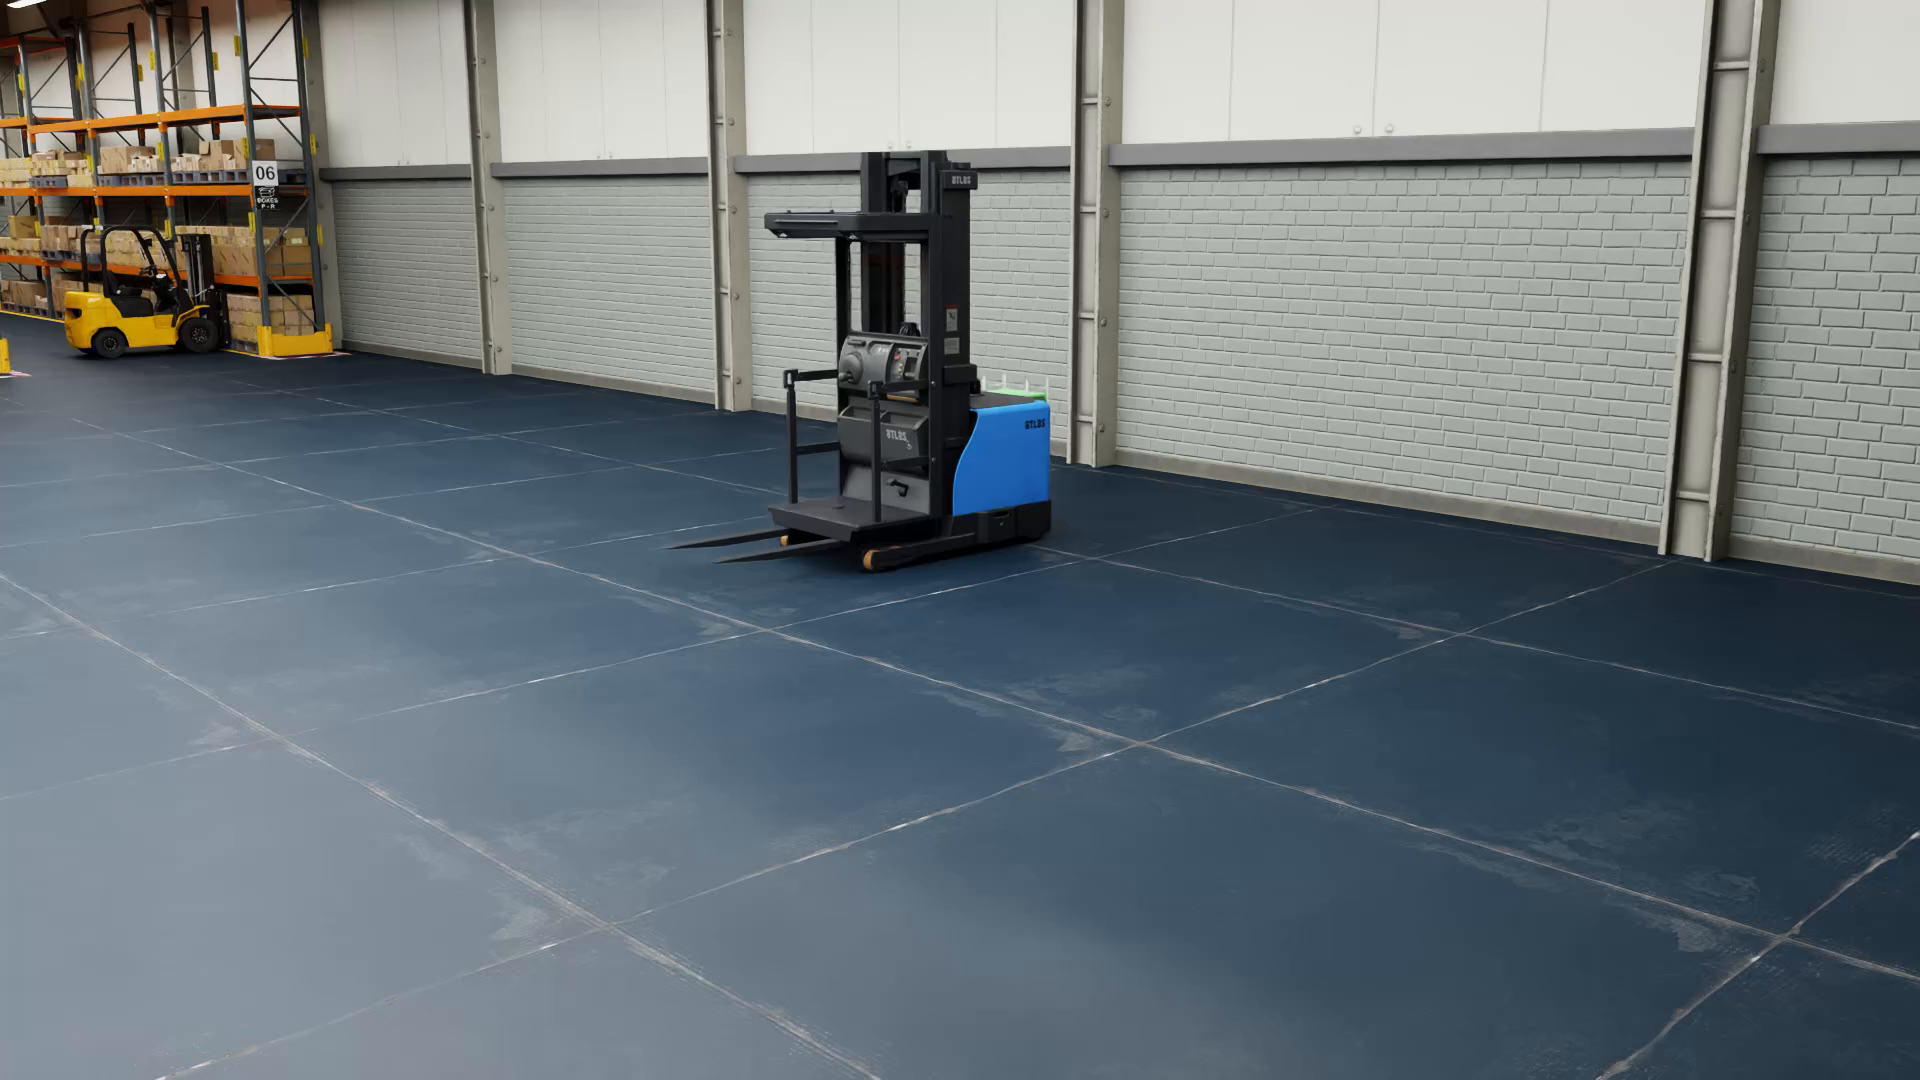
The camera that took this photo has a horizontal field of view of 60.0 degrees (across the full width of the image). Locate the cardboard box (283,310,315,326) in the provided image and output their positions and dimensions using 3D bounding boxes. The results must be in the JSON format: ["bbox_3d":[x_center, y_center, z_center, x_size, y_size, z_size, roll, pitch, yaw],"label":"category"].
[{"bbox_3d":[-11.465,-3.836,28.629,0.500,0.250,0.500,-11,16,-42],"label":"cardboard box"}]

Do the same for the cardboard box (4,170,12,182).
[{"bbox_3d":[-21.147,-8.188,37.421,0.500,0.250,0.500,-11,16,-43],"label":"cardboard box"}]

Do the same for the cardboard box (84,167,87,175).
[{"bbox_3d":[-17.562,-7.493,33.799,0.380,0.149,0.250,-10,16,-41],"label":"cardboard box"}]

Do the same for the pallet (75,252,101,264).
[{"bbox_3d":[-17.334,-5.797,34.090,1.213,0.211,1.003,-11,16,-43],"label":"pallet"}]

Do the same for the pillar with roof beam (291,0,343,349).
[{"bbox_3d":[-14.233,-7.200,25.557,9.100,9.000,0.400,-11,16,-43],"label":"pillar with roof beam"}]

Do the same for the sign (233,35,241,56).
[{"bbox_3d":[-11.693,-7.995,26.907,0.100,0.325,0.005,-11,16,-43],"label":"sign"}]

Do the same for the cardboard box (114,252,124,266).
[{"bbox_3d":[-16.342,-5.555,32.814,0.500,0.250,0.500,-11,16,-44],"label":"cardboard box"}]

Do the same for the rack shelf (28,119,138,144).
[{"bbox_3d":[-18.196,-8.484,34.562,1.077,0.370,4.000,-11,16,-43],"label":"rack shelf"}]

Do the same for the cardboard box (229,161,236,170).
[{"bbox_3d":[-12.082,-6.314,28.023,0.250,0.149,0.380,11,16,44],"label":"cardboard box"}]

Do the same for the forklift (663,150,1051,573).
[{"bbox_3d":[-0.724,-1.322,12.067,3.031,2.935,1.130,-10,15,-41],"label":"forklift"}]

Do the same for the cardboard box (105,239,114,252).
[{"bbox_3d":[-16.703,-5.871,33.106,0.500,0.250,0.500,-11,16,-43],"label":"cardboard box"}]

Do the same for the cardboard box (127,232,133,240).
[{"bbox_3d":[-15.909,-5.894,32.230,0.380,0.149,0.250,-10,16,-41],"label":"cardboard box"}]

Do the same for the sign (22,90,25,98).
[{"bbox_3d":[-21.924,-10.517,38.951,0.100,0.325,0.005,-11,16,-43],"label":"sign"}]

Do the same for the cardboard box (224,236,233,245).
[{"bbox_3d":[-12.447,-5.162,28.678,0.250,0.149,0.380,11,16,43],"label":"cardboard box"}]

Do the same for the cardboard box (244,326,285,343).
[{"bbox_3d":[-11.843,-3.518,28.325,0.500,0.250,0.500,-11,16,-42],"label":"cardboard box"}]

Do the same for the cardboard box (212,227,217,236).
[{"bbox_3d":[-12.915,-5.432,29.249,0.380,0.149,0.250,-11,16,-42],"label":"cardboard box"}]

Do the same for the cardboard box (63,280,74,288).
[{"bbox_3d":[-19.089,-5.530,35.864,0.250,0.149,0.380,11,16,42],"label":"cardboard box"}]

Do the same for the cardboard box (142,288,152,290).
[{"bbox_3d":[-15.937,-4.657,32.927,0.875,0.625,0.625,-10,15,-41],"label":"cardboard box"}]

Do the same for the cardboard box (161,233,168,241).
[{"bbox_3d":[-14.641,-5.639,30.992,0.380,0.149,0.250,-11,16,-43],"label":"cardboard box"}]

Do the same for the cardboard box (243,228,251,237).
[{"bbox_3d":[-11.883,-5.201,28.130,0.380,0.149,0.250,-11,16,-42],"label":"cardboard box"}]

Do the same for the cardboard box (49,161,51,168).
[{"bbox_3d":[-18.892,-7.892,34.949,0.380,0.149,0.250,-11,16,-42],"label":"cardboard box"}]

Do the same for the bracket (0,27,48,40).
[{"bbox_3d":[-21.729,-11.701,38.485,0.076,0.066,4.783,-11,16,-43],"label":"bracket"}]

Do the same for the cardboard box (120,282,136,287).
[{"bbox_3d":[-17.343,-5.288,34.691,0.380,0.149,0.250,-11,16,-42],"label":"cardboard box"}]

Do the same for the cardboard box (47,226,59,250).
[{"bbox_3d":[-19.047,-6.463,35.558,0.700,0.500,0.500,-11,16,-42],"label":"cardboard box"}]

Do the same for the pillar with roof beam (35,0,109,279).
[{"bbox_3d":[-22.520,-8.951,34.057,9.100,9.000,0.548,-11,16,-43],"label":"pillar with roof beam"}]

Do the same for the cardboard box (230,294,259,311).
[{"bbox_3d":[-12.191,-4.080,28.578,0.500,0.250,0.500,-11,16,-42],"label":"cardboard box"}]

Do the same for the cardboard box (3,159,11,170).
[{"bbox_3d":[-21.161,-8.435,37.379,0.500,0.250,0.500,-10,16,-41],"label":"cardboard box"}]

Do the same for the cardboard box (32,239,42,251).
[{"bbox_3d":[-20.105,-6.498,36.653,0.500,0.250,0.500,-10,16,-41],"label":"cardboard box"}]

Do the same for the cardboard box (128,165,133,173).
[{"bbox_3d":[-15.564,-7.049,31.595,0.380,0.149,0.250,-11,16,-43],"label":"cardboard box"}]

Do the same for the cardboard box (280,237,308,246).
[{"bbox_3d":[-11.337,-5.087,28.311,0.250,0.149,0.380,11,16,44],"label":"cardboard box"}]

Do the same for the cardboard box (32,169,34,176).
[{"bbox_3d":[-19.659,-7.887,35.661,0.380,0.149,0.250,-11,16,-42],"label":"cardboard box"}]

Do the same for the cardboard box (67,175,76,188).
[{"bbox_3d":[-18.038,-7.385,34.260,0.500,0.250,0.500,-11,16,-43],"label":"cardboard box"}]

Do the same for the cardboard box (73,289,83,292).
[{"bbox_3d":[-18.336,-5.039,35.088,0.500,0.500,0.500,11,16,43],"label":"cardboard box"}]

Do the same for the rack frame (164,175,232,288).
[{"bbox_3d":[-14.053,-5.218,30.805,1.000,3.000,0.127,-11,16,-43],"label":"rack frame"}]

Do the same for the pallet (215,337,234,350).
[{"bbox_3d":[-12.687,-3.552,29.630,1.003,0.211,1.213,-11,16,-43],"label":"pallet"}]

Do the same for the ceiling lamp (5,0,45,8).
[{"bbox_3d":[-15.547,-10.689,28.026,0.800,3.185,2.000,-11,16,-43],"label":"ceiling lamp"}]

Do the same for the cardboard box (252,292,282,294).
[{"bbox_3d":[-12.171,-4.226,29.287,0.500,0.250,0.500,-11,16,-43],"label":"cardboard box"}]

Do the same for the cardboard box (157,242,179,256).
[{"bbox_3d":[-14.577,-5.425,30.944,0.500,0.250,0.500,-11,16,-44],"label":"cardboard box"}]

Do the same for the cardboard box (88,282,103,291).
[{"bbox_3d":[-18.022,-5.299,34.744,0.380,0.149,0.250,-11,16,-43],"label":"cardboard box"}]

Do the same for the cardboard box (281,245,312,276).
[{"bbox_3d":[-11.432,-4.794,28.500,0.500,0.500,0.500,-10,15,-41],"label":"cardboard box"}]

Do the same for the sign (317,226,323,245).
[{"bbox_3d":[-10.885,-5.173,28.247,0.100,0.325,0.005,-11,16,-43],"label":"sign"}]

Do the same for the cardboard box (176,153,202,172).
[{"bbox_3d":[-13.654,-6.743,29.704,0.500,0.311,0.500,-10,16,-41],"label":"cardboard box"}]

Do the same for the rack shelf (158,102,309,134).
[{"bbox_3d":[-12.671,-7.316,28.895,1.077,0.370,4.000,-11,16,-43],"label":"rack shelf"}]

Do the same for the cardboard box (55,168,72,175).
[{"bbox_3d":[-18.579,-7.666,34.590,0.380,0.149,0.250,-10,16,-41],"label":"cardboard box"}]

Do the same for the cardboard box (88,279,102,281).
[{"bbox_3d":[-18.755,-5.599,36.201,0.380,0.149,0.250,-11,16,-42],"label":"cardboard box"}]

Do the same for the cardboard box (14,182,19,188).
[{"bbox_3d":[-20.894,-7.935,37.181,0.380,0.149,0.250,-11,16,-42],"label":"cardboard box"}]

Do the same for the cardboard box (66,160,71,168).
[{"bbox_3d":[-18.162,-7.737,34.243,0.380,0.149,0.250,-11,16,-42],"label":"cardboard box"}]

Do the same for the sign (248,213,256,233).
[{"bbox_3d":[-11.692,-5.244,27.473,0.100,0.325,0.005,-11,16,-43],"label":"sign"}]

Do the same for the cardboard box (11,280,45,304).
[{"bbox_3d":[-21.424,-5.718,38.386,0.700,0.500,0.500,-10,15,-40],"label":"cardboard box"}]

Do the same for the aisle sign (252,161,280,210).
[{"bbox_3d":[-11.457,-5.857,27.464,0.394,0.787,0.004,-11,16,-43],"label":"aisle sign"}]

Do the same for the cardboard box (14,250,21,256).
[{"bbox_3d":[-21.261,-6.529,37.793,0.380,0.149,0.250,-10,16,-41],"label":"cardboard box"}]

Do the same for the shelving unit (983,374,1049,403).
[{"bbox_3d":[0.445,-0.713,13.398,0.258,1.200,0.503,-10,16,-41],"label":"shelving unit"}]
